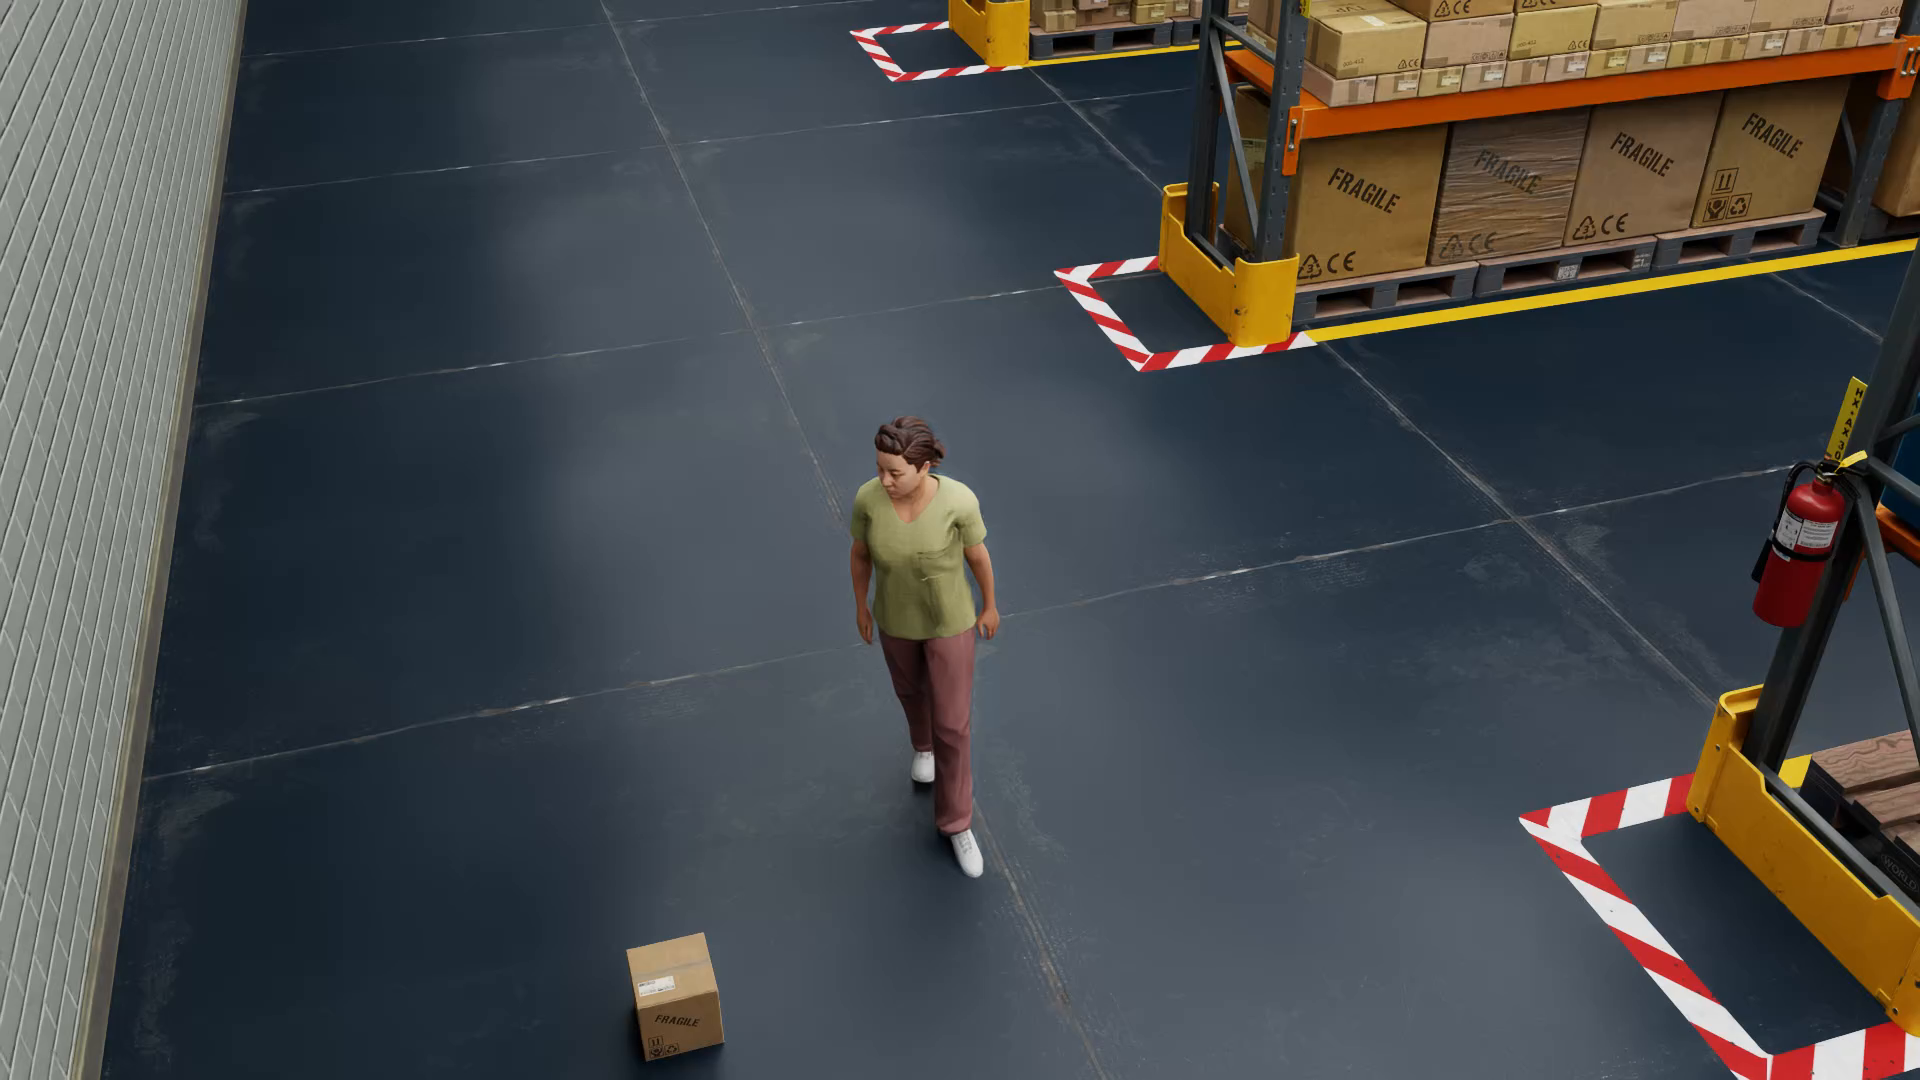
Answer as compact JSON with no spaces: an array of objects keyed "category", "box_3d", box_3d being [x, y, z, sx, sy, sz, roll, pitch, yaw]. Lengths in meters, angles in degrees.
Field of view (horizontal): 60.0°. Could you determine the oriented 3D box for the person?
[{"category":"person","box_3d":[-0.109,0.291,5.733,0.549,1.689,0.685,8,35,12]}]
